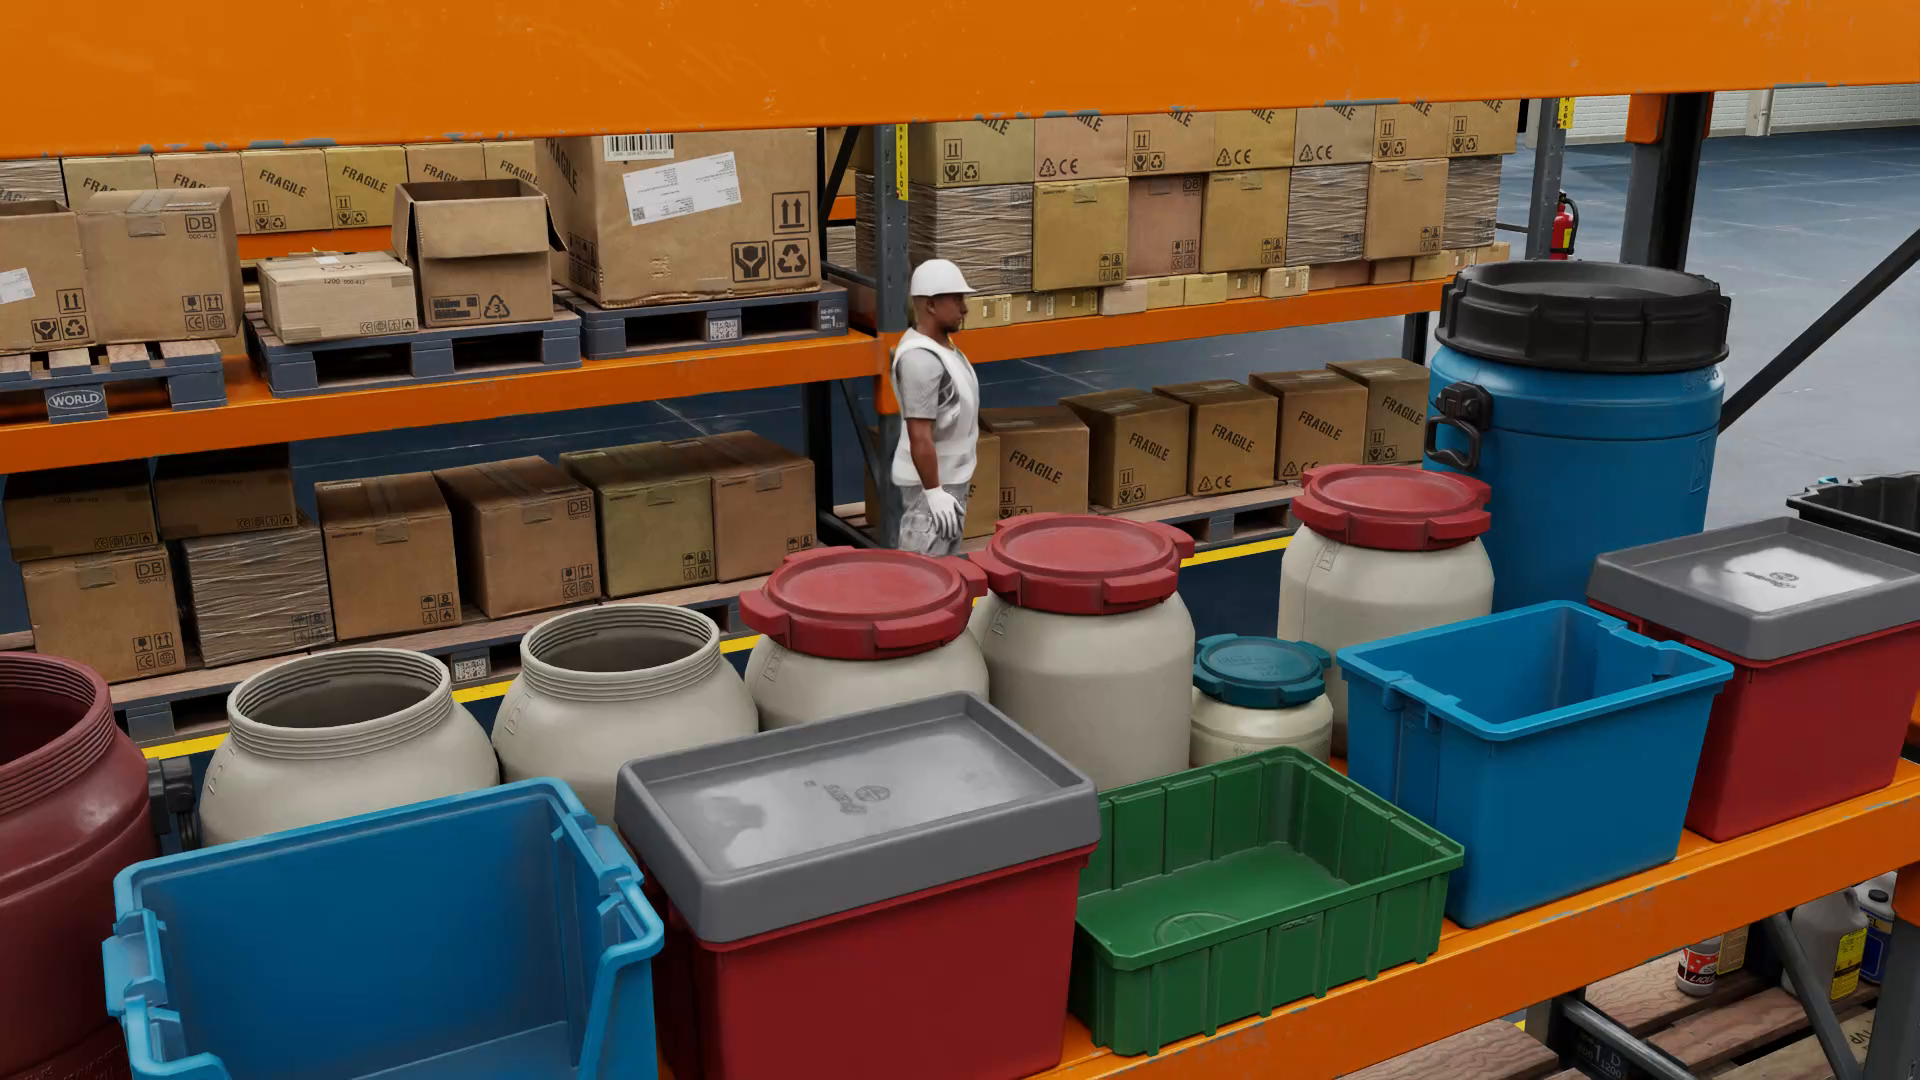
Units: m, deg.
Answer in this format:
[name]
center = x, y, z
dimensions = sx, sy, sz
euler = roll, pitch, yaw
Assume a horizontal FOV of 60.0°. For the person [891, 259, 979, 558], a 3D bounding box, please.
[person]
center = -0.202, -0.219, 6.677
dimensions = 0.518, 1.775, 0.747
euler = 3, 18, 8
